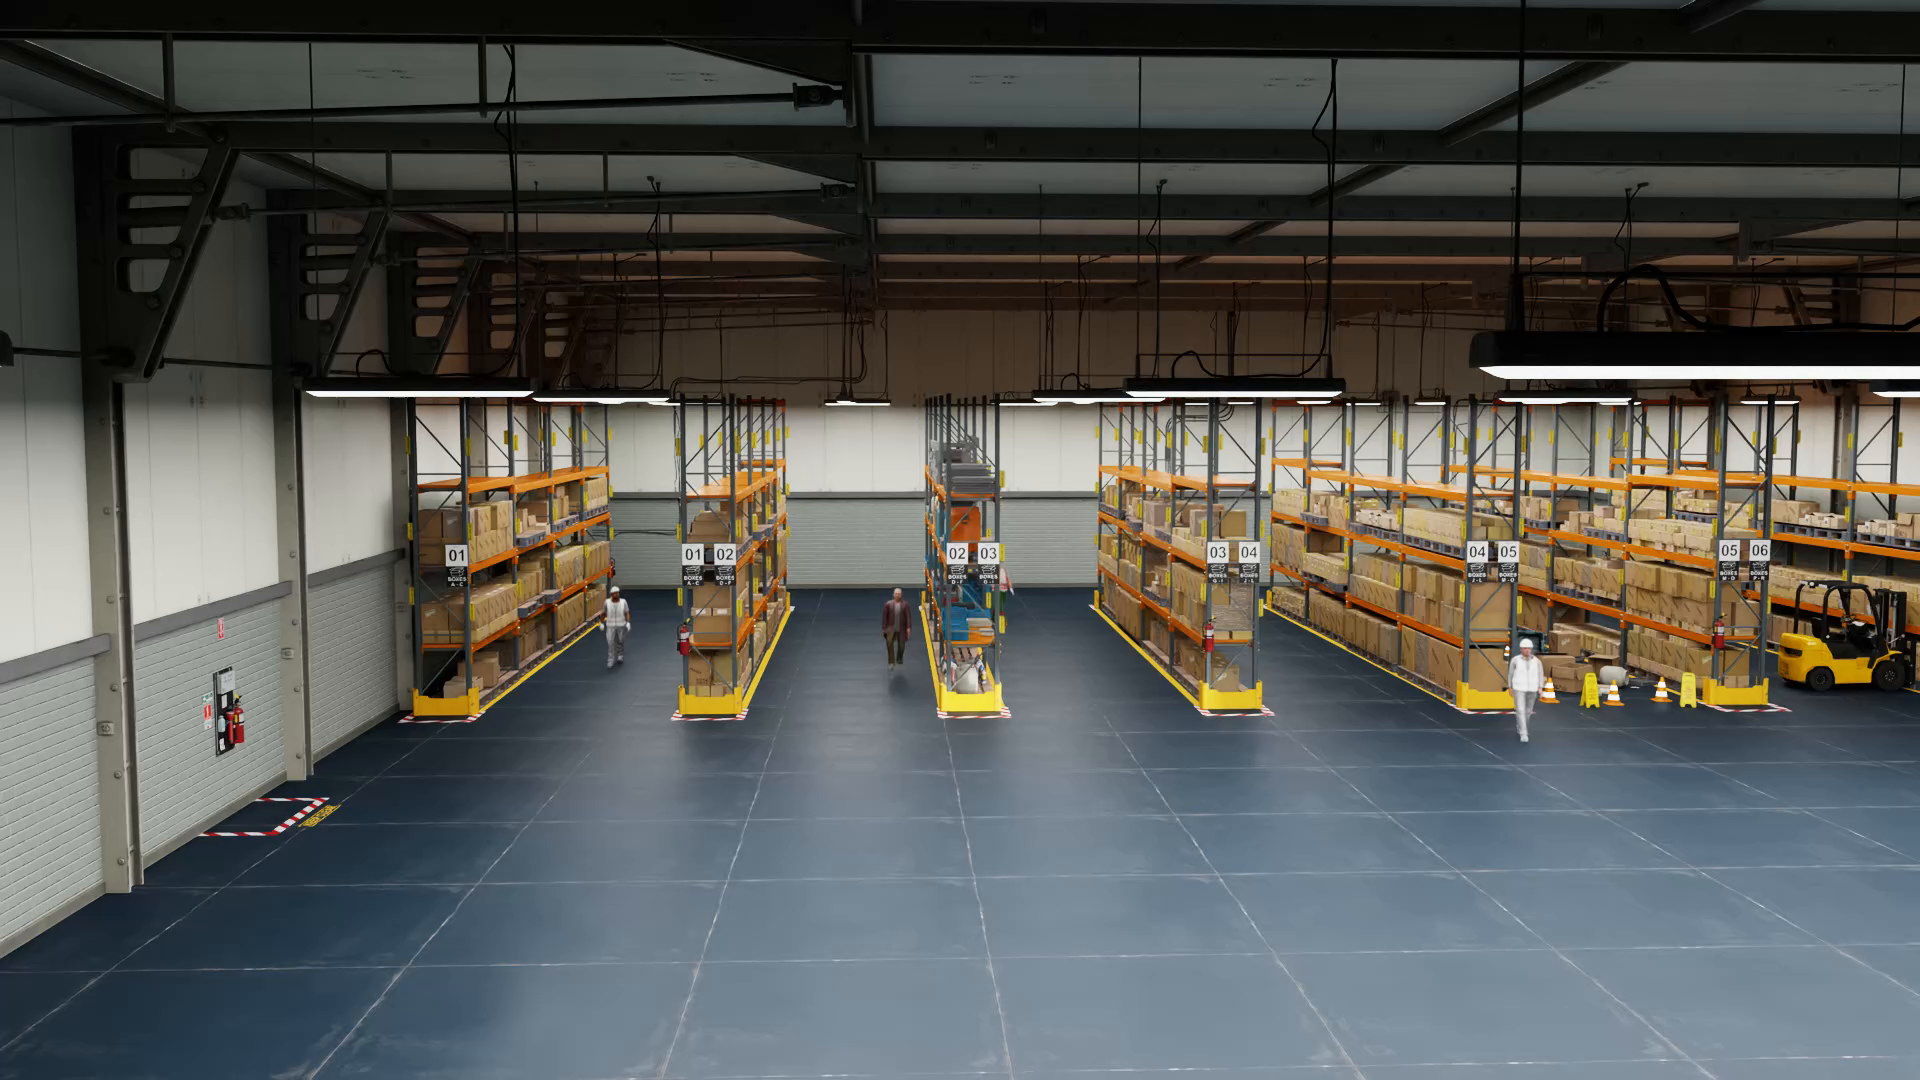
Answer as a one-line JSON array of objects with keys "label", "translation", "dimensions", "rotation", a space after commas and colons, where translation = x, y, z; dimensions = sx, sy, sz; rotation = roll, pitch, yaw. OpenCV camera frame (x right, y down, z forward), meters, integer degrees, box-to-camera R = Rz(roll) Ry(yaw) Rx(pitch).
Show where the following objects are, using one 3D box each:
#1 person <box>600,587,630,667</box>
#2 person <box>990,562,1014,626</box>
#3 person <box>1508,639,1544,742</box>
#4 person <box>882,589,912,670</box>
[{"label": "person", "translation": [-7.694, 1.902, 37.074], "dimensions": [0.675, 1.722, 1.054], "rotation": [-1, 5, -11]}, {"label": "person", "translation": [1.125, 1.356, 43.896], "dimensions": [0.567, 1.733, 0.976], "rotation": [-3, 6, -36]}, {"label": "person", "translation": [9.780, 2.578, 28.651], "dimensions": [0.552, 1.726, 0.970], "rotation": [0, 5, 4]}, {"label": "person", "translation": [-1.339, 1.862, 35.163], "dimensions": [0.645, 1.659, 1.026], "rotation": [0, 5, -2]}]
